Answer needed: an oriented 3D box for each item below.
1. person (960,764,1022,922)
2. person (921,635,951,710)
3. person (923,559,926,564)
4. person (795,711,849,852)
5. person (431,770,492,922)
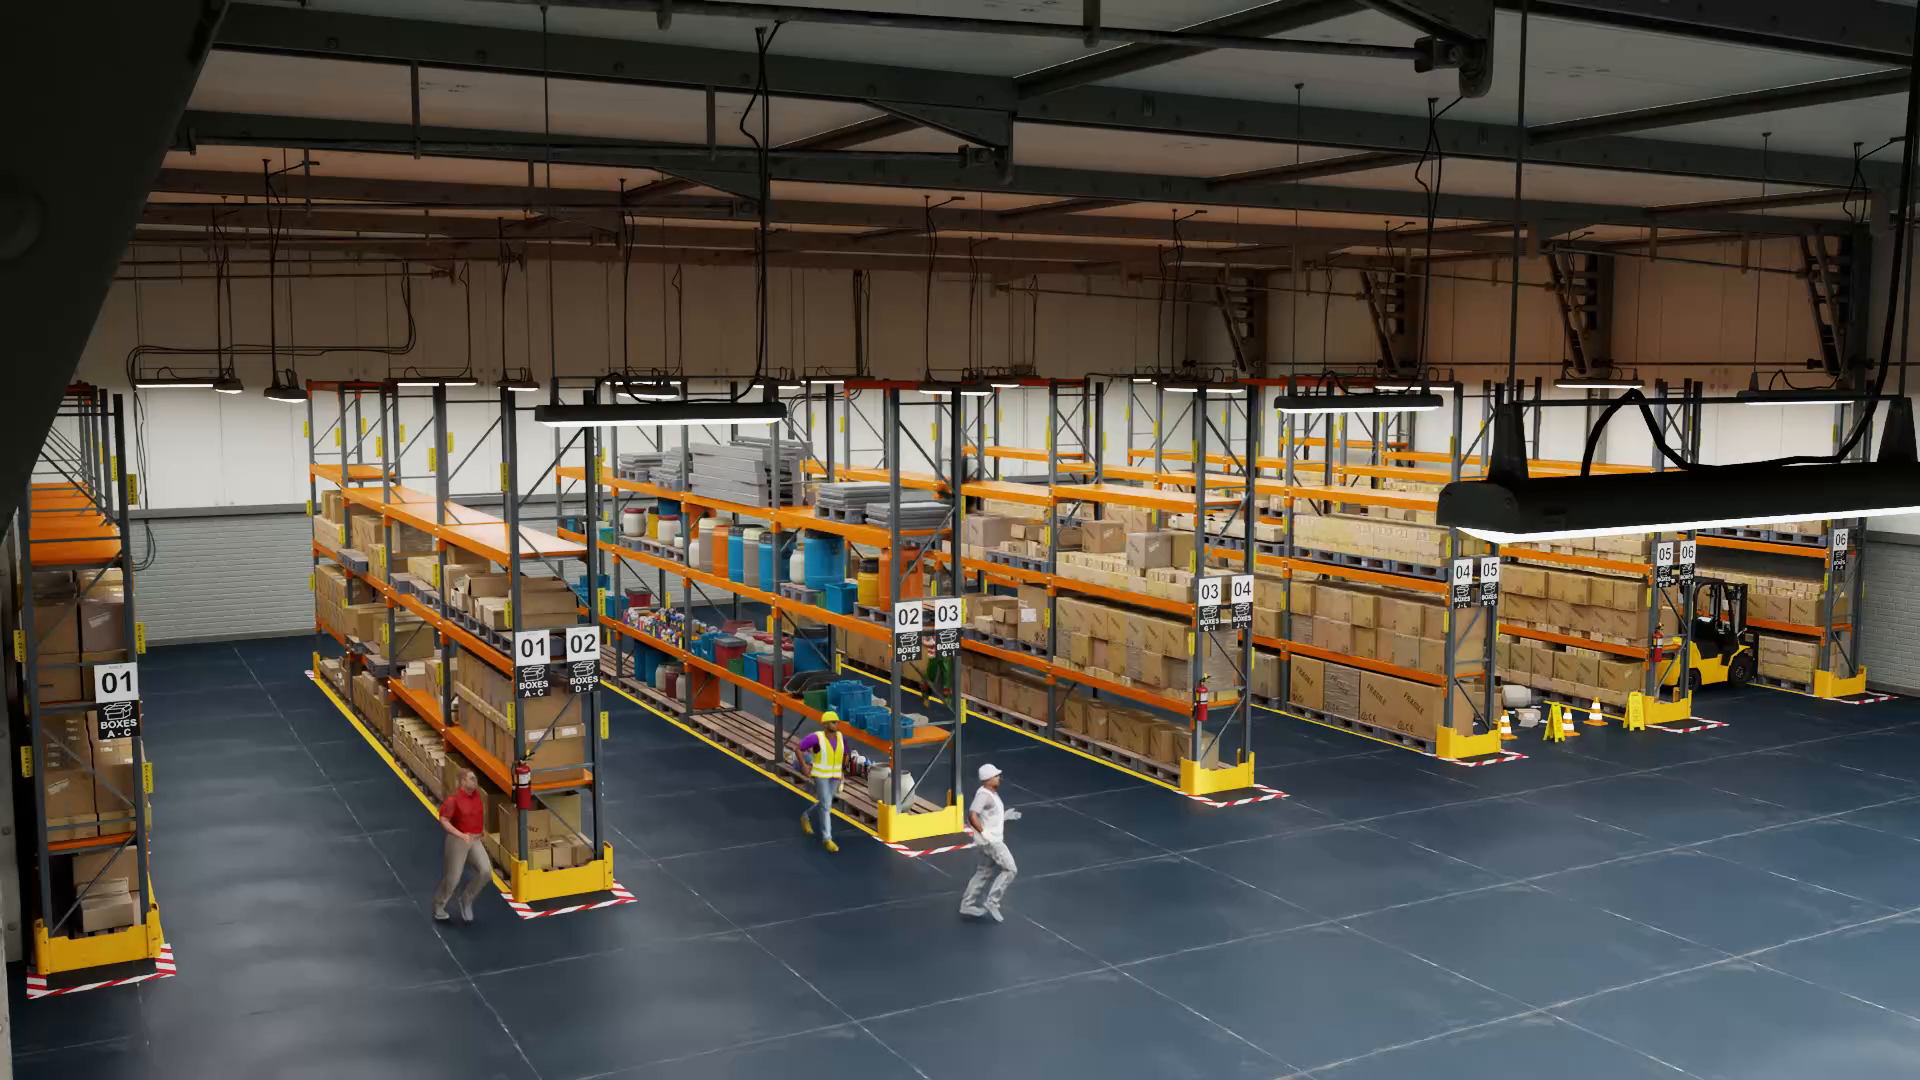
[{"bbox_3d":[0.360,3.444,18.937,0.729,1.807,0.655,-1,6,-6],"label":"person"},{"bbox_3d":[-0.366,2.072,28.951,0.668,1.822,0.929,-4,7,-31],"label":"person"},{"bbox_3d":[-1.018,1.242,40.276,0.621,1.667,0.611,2,6,20],"label":"person"},{"bbox_3d":[-1.756,3.120,21.911,0.731,1.747,0.970,-5,8,-40],"label":"person"},{"bbox_3d":[-5.647,3.488,19.026,0.649,1.723,0.721,4,7,31],"label":"person"}]
